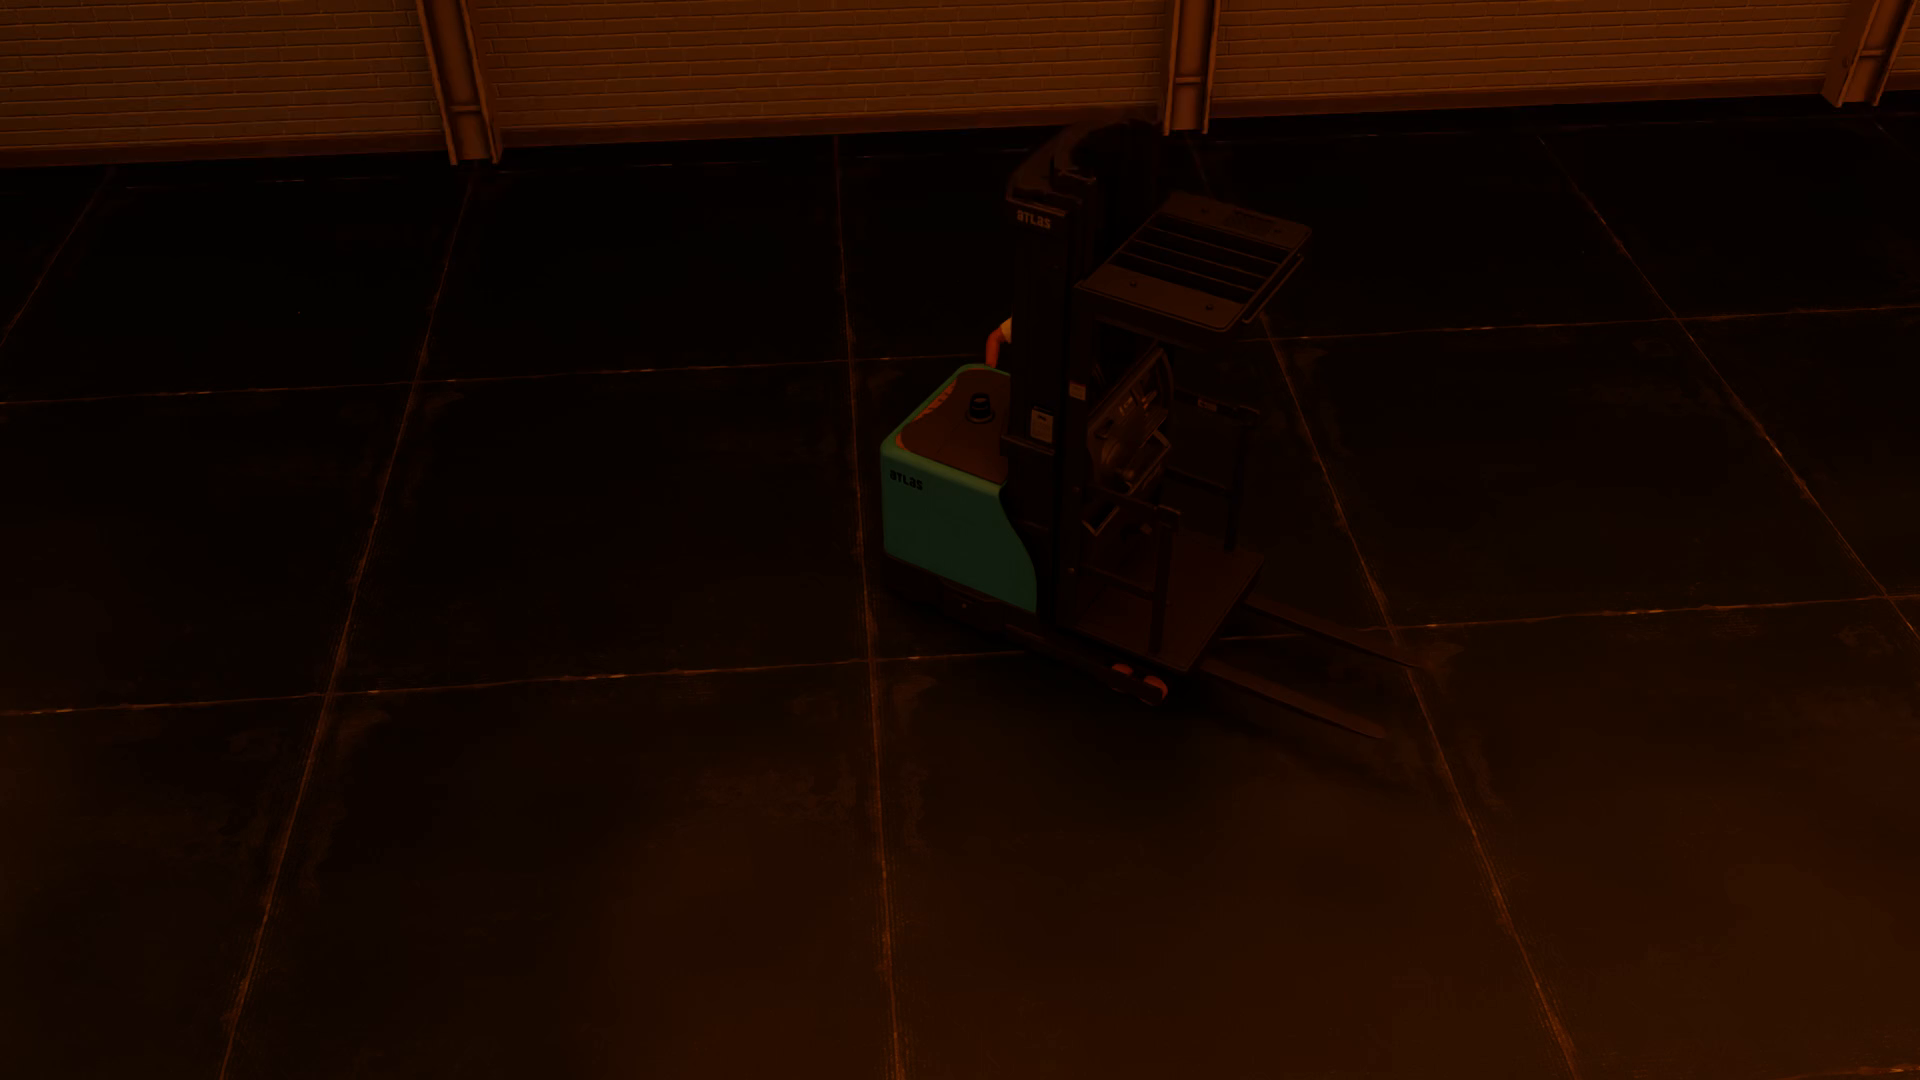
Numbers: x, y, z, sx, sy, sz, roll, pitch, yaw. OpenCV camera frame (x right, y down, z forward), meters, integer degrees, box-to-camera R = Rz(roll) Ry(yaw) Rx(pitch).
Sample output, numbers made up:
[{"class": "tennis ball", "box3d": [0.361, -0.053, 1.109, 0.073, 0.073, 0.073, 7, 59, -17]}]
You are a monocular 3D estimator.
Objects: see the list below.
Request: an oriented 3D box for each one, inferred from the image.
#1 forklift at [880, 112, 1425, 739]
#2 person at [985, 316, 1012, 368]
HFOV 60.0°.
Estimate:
[{"class": "forklift", "box3d": [1.070, -0.602, 8.642, 3.031, 2.935, 1.130, 21, 45, 23]}, {"class": "person", "box3d": [0.604, -0.803, 9.963, 0.923, 1.540, 0.885, -3, 41, -3]}]
